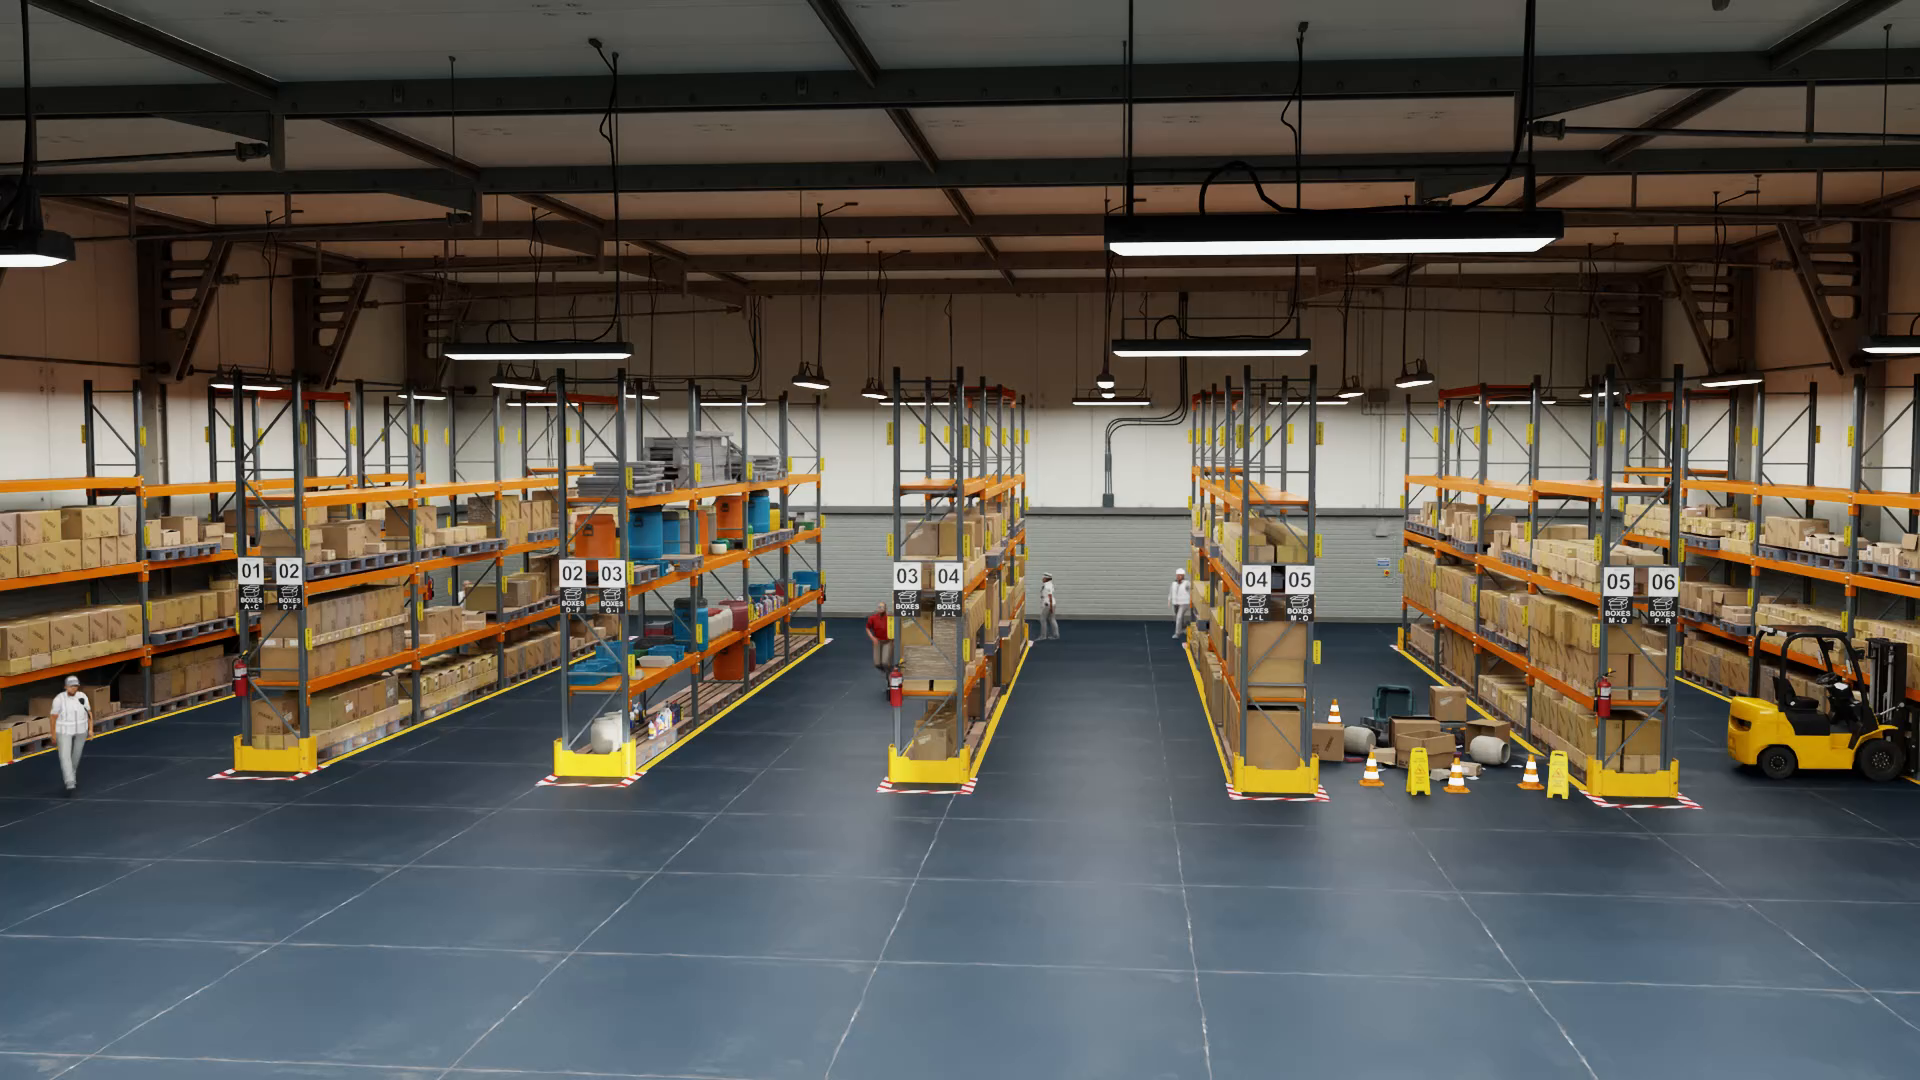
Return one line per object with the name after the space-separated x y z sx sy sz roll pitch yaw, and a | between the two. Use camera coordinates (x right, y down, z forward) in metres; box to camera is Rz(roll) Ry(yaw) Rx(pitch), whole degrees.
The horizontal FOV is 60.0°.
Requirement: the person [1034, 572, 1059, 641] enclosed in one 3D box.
2.141 1.638 40.864 0.604 1.692 0.467 1 4 12 | person

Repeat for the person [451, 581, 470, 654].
-11.115 1.837 37.381 0.704 1.677 1.038 1 4 14 | person

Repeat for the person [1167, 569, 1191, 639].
5.473 1.566 41.274 0.556 1.722 1.090 3 4 37 | person

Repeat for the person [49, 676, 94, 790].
-12.506 2.716 23.460 1.038 1.600 0.521 3 5 44 | person

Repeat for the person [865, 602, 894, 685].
-1.499 2.034 32.618 0.651 1.655 0.746 1 4 14 | person
